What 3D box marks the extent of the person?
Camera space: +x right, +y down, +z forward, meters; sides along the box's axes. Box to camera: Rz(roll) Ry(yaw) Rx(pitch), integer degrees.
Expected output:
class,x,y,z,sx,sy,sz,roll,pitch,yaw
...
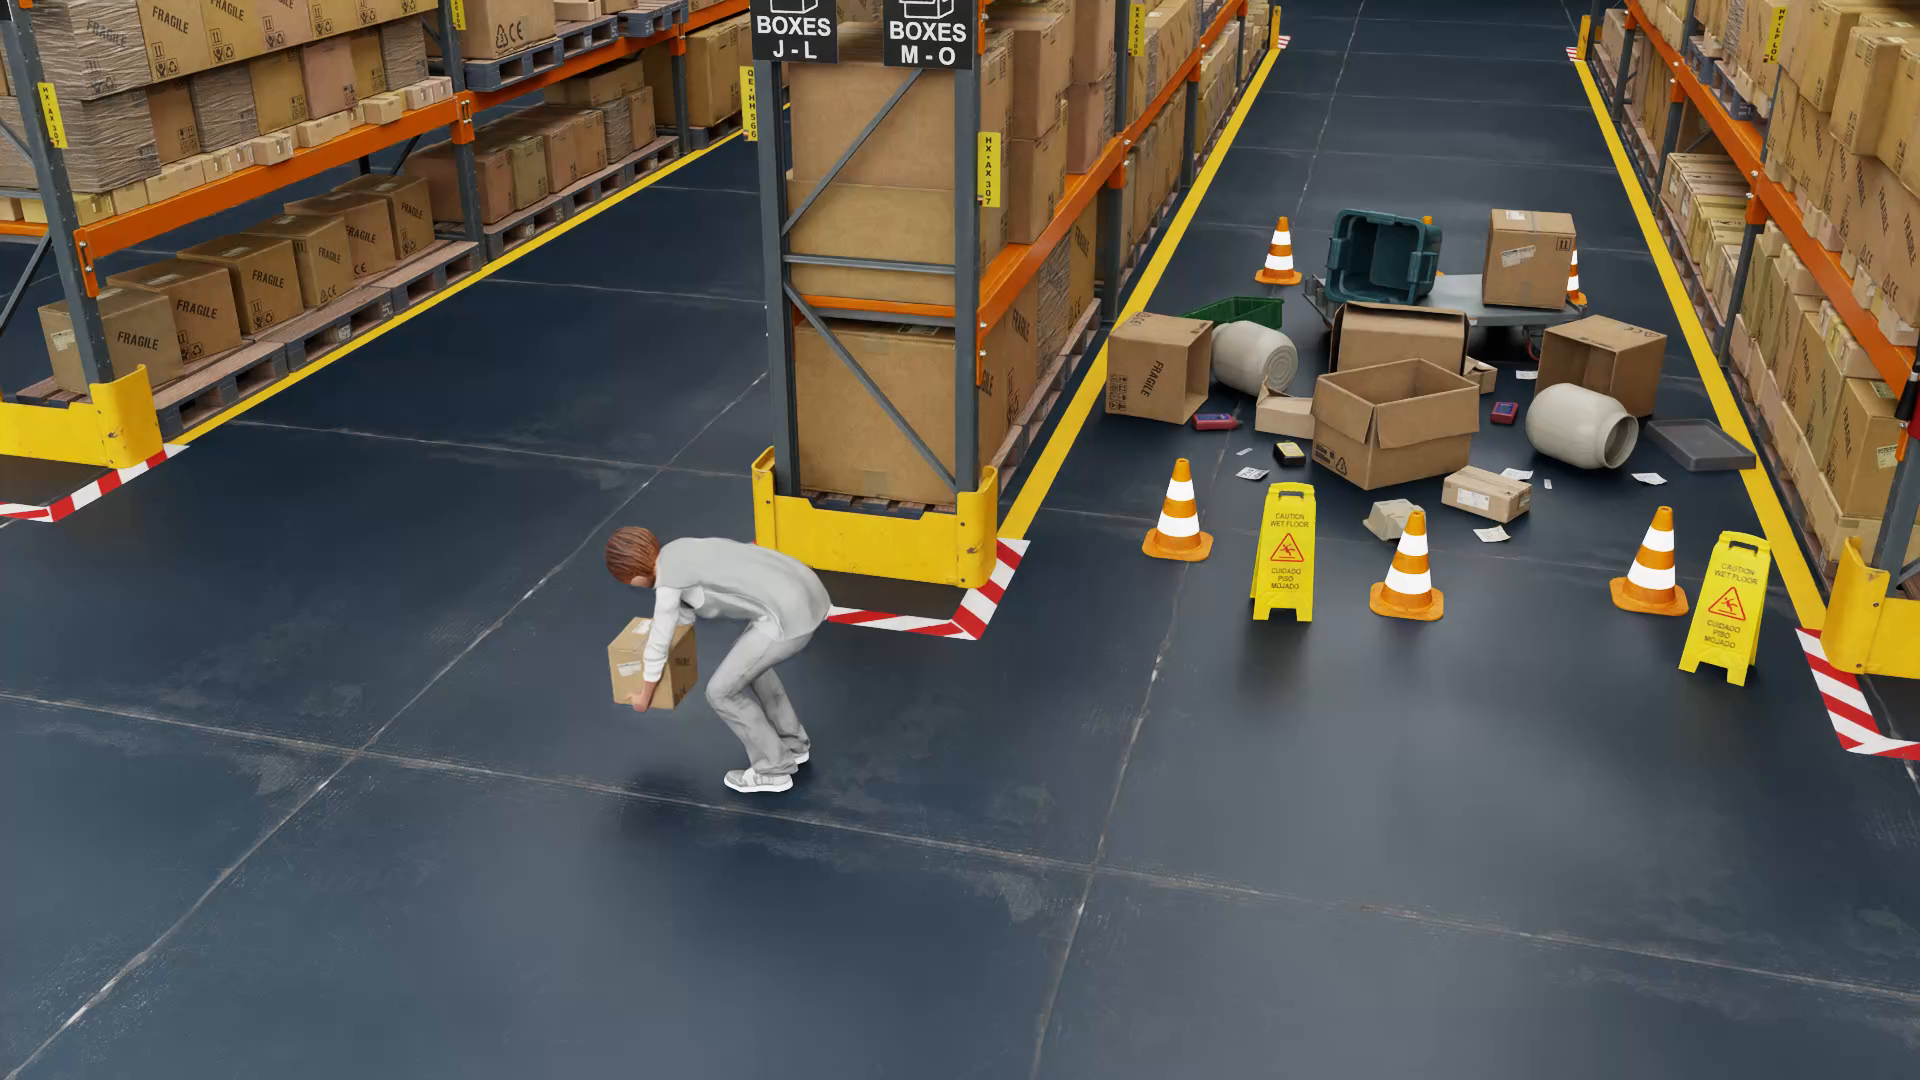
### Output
class,x,y,z,sx,sy,sz,roll,pitch,yaw
person,-0.924,0.400,6.348,0.842,1.116,0.401,5,26,11
